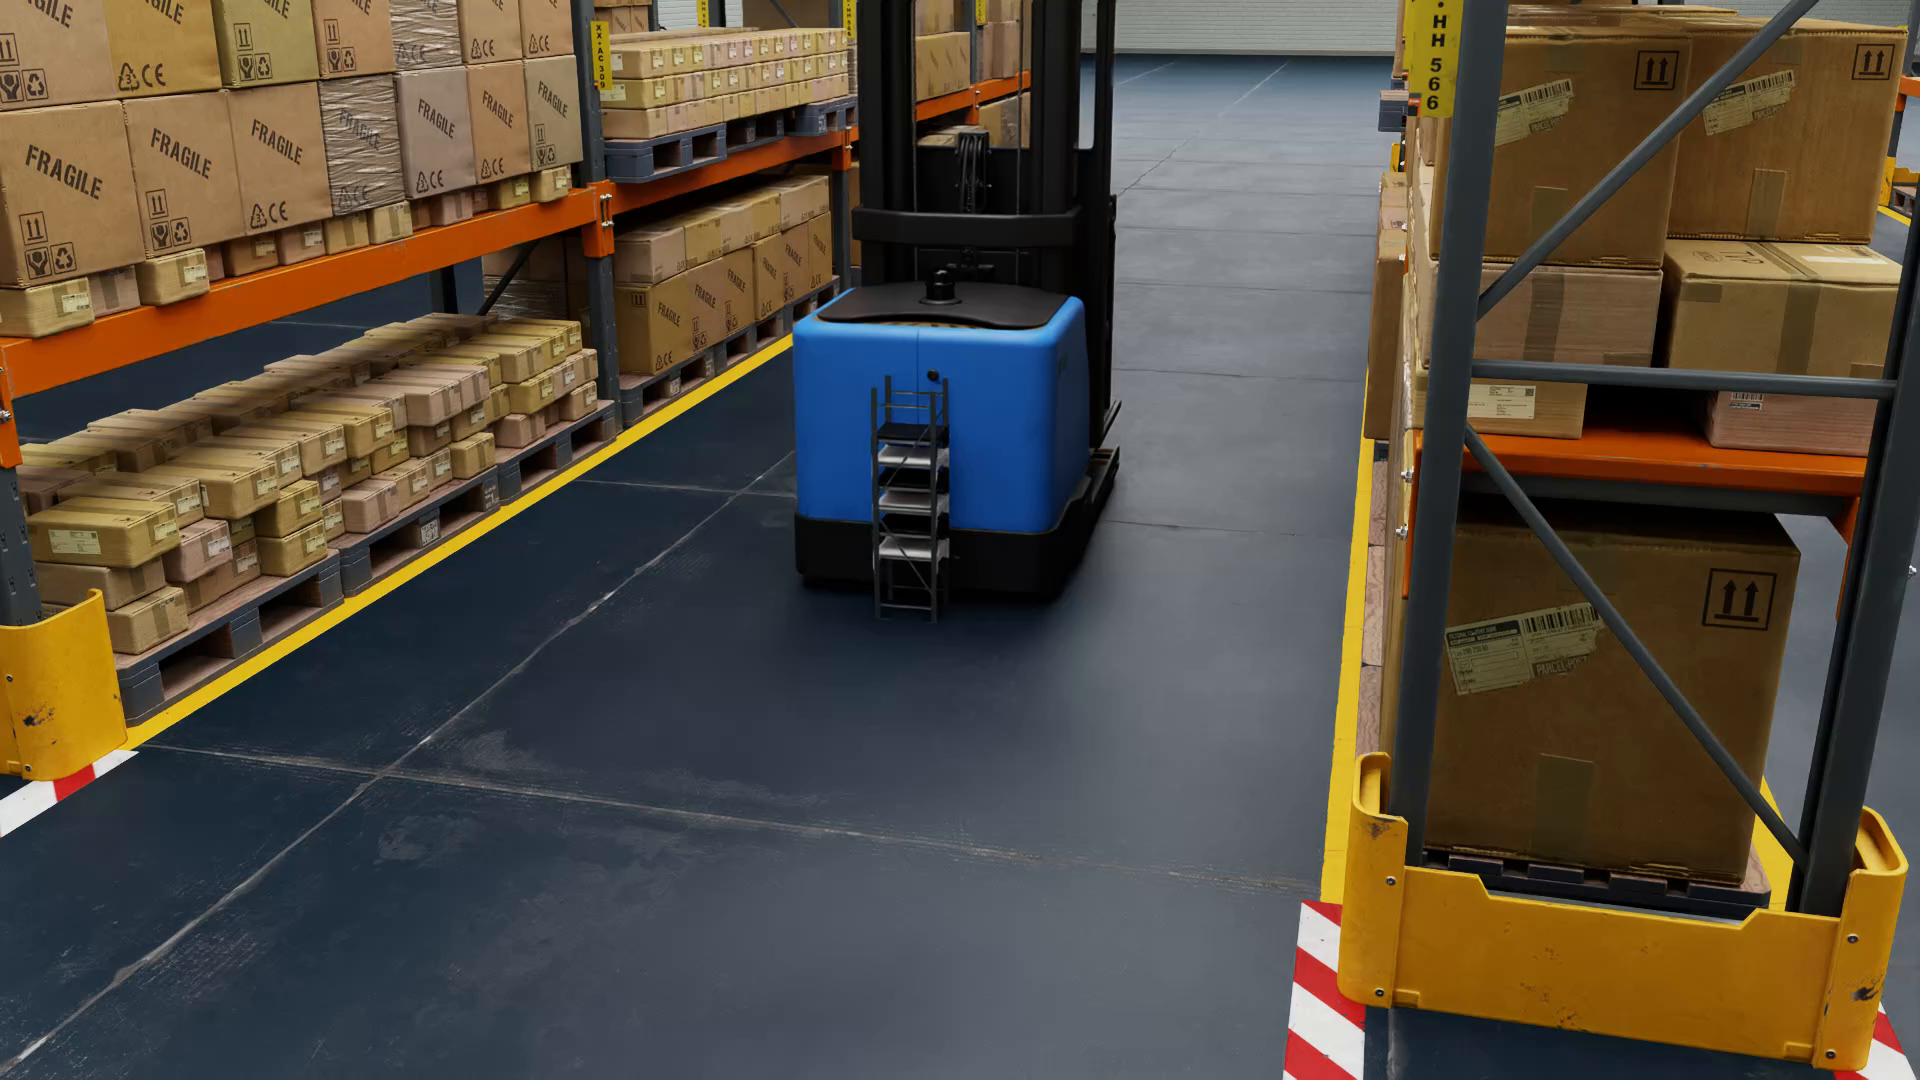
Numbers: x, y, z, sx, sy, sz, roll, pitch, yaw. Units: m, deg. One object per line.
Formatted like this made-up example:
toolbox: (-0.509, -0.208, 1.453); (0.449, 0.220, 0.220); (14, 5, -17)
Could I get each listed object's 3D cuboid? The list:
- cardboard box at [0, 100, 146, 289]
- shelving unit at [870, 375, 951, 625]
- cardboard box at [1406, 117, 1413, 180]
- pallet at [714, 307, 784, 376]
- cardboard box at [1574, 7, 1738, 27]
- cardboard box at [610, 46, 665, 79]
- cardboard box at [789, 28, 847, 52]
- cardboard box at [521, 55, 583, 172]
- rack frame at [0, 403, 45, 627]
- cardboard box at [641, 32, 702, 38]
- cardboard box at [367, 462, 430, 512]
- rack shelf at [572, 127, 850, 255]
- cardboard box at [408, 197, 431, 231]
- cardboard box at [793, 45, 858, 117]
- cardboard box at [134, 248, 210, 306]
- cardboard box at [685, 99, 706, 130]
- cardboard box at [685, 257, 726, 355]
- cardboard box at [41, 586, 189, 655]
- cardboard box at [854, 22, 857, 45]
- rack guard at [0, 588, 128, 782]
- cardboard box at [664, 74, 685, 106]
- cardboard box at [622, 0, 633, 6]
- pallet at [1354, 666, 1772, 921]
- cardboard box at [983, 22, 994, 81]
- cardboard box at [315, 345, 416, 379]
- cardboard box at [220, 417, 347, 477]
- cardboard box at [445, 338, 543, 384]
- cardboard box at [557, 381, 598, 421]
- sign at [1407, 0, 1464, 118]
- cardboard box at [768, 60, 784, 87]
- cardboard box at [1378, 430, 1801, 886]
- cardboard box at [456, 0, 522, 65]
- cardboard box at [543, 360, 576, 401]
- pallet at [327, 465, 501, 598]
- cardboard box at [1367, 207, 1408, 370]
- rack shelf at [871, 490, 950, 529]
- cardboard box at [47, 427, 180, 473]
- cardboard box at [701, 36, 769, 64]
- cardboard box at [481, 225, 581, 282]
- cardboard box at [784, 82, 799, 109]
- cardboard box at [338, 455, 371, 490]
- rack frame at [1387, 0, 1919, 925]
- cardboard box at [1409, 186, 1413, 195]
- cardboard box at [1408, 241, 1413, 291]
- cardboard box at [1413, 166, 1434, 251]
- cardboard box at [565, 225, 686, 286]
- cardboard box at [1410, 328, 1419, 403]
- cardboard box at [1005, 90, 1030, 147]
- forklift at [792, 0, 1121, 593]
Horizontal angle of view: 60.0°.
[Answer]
cardboard box: (-2.894, -1.065, 5.051); (0.500, 0.500, 0.500); (6, 20, 16)
shelving unit: (-0.183, -0.149, 6.231); (0.258, 0.900, 0.210); (4, 19, 11)
cardboard box: (2.589, -2.123, 8.607); (0.500, 0.500, 0.500); (4, 19, 13)
pallet: (-1.809, -1.320, 10.726); (1.003, 0.211, 1.213); (5, 19, 13)
cardboard box: (2.511, -1.691, 6.110); (0.500, 0.500, 0.500); (5, 19, 14)
cardboard box: (-1.752, -2.460, 8.569); (0.380, 0.149, 0.250); (6, 20, 16)
cardboard box: (-0.992, -3.437, 11.429); (0.380, 0.149, 0.250); (4, 19, 11)
cardboard box: (-2.139, -2.026, 7.864); (0.500, 0.500, 0.500); (5, 19, 13)
rack frame: (-3.272, -0.758, 4.767); (1.000, 3.000, 0.127); (5, 19, 13)
cardboard box: (-1.875, -3.169, 10.642); (0.380, 0.149, 0.250); (6, 20, 16)
cardboard box: (-2.468, -0.233, 6.989); (0.380, 0.149, 0.250); (5, 19, 13)
rack shelf: (-1.806, -2.298, 10.389); (1.077, 0.370, 4.000); (5, 19, 13)
cardboard box: (-2.456, -1.375, 6.960); (0.380, 0.149, 0.250); (4, 19, 13)
cardboard box: (-0.946, -3.432, 12.441); (0.500, 0.500, 0.500); (5, 19, 14)
cardboard box: (-2.735, -0.878, 5.506); (0.380, 0.149, 0.250); (4, 19, 12)
cardboard box: (-1.625, -2.344, 9.149); (0.380, 0.149, 0.250); (5, 19, 14)
cardboard box: (-1.729, -1.404, 9.876); (0.500, 0.500, 0.500); (6, 20, 16)
cardboard box: (-2.833, 0.253, 5.566); (0.380, 0.149, 0.250); (5, 20, 14)
cardboard box: (-1.075, -4.085, 12.804); (0.700, 0.500, 0.500); (4, 19, 13)
rack guard: (-3.253, 0.401, 5.240); (1.175, 0.500, 0.348); (5, 19, 13)
cardboard box: (-1.691, -2.401, 8.855); (0.380, 0.149, 0.250); (4, 19, 12)
cardboard box: (-4.231, -6.458, 19.293); (0.700, 0.500, 0.500); (5, 19, 14)
pallet: (1.633, 0.728, 4.730); (1.003, 0.211, 1.213); (5, 19, 13)
cardboard box: (-0.149, -4.881, 16.605); (0.875, 0.550, 0.550); (5, 19, 13)
cardboard box: (-2.760, -0.803, 7.739); (0.380, 0.149, 0.250); (4, 19, 12)
cardboard box: (-2.620, -0.362, 6.447); (0.380, 0.149, 0.250); (5, 20, 16)
cardboard box: (-2.207, -0.849, 7.874); (0.380, 0.149, 0.250); (4, 19, 13)
cardboard box: (-2.060, -0.712, 8.391); (0.380, 0.149, 0.250); (5, 19, 14)
sign: (0.991, -1.042, 3.440); (0.100, 0.325, 0.005); (5, 19, 13)
cardboard box: (-1.309, -2.891, 10.290); (0.380, 0.149, 0.250); (5, 20, 15)
cardboard box: (1.592, 0.265, 4.408); (0.875, 0.875, 0.875); (5, 19, 13)
cardboard box: (-2.268, -2.342, 7.242); (0.500, 0.500, 0.500); (4, 19, 12)
cardboard box: (-2.117, -0.793, 8.168); (0.380, 0.149, 0.250); (4, 19, 11)
pallet: (-2.720, -0.095, 7.140); (1.003, 0.211, 1.213); (5, 19, 13)
cardboard box: (2.845, -1.264, 8.885); (1.225, 0.875, 0.875); (4, 19, 11)
rack shelf: (-0.183, -0.117, 6.242); (0.258, 0.077, 0.200); (4, 19, 11)
cardboard box: (-3.206, -0.317, 6.315); (0.380, 0.149, 0.250); (4, 19, 11)
cardboard box: (-1.375, -2.951, 10.004); (0.380, 0.149, 0.250); (5, 20, 15)
cardboard box: (-2.357, -1.636, 9.394); (0.500, 0.250, 0.500); (4, 19, 12)
cardboard box: (-1.245, -2.834, 10.583); (0.380, 0.149, 0.250); (4, 19, 11)
cardboard box: (-2.632, -0.308, 6.750); (0.380, 0.149, 0.250); (6, 20, 16)
rack frame: (1.513, -0.335, 3.527); (1.000, 3.000, 0.127); (5, 19, 13)
cardboard box: (2.096, -1.403, 7.044); (0.380, 0.149, 0.250); (5, 19, 14)
cardboard box: (1.717, -0.914, 5.613); (0.380, 0.149, 0.250); (4, 19, 12)
cardboard box: (1.746, -1.060, 5.421); (0.500, 0.250, 0.500); (5, 19, 13)
cardboard box: (-1.858, -1.593, 9.269); (0.500, 0.250, 0.500); (4, 19, 11)
cardboard box: (1.343, -0.435, 4.210); (0.380, 0.149, 0.250); (5, 19, 14)
cardboard box: (0.323, -4.473, 18.279); (0.875, 0.875, 0.875); (4, 19, 13)
forklift: (0.156, -1.623, 7.405); (1.130, 2.935, 3.031); (4, 19, 11)
